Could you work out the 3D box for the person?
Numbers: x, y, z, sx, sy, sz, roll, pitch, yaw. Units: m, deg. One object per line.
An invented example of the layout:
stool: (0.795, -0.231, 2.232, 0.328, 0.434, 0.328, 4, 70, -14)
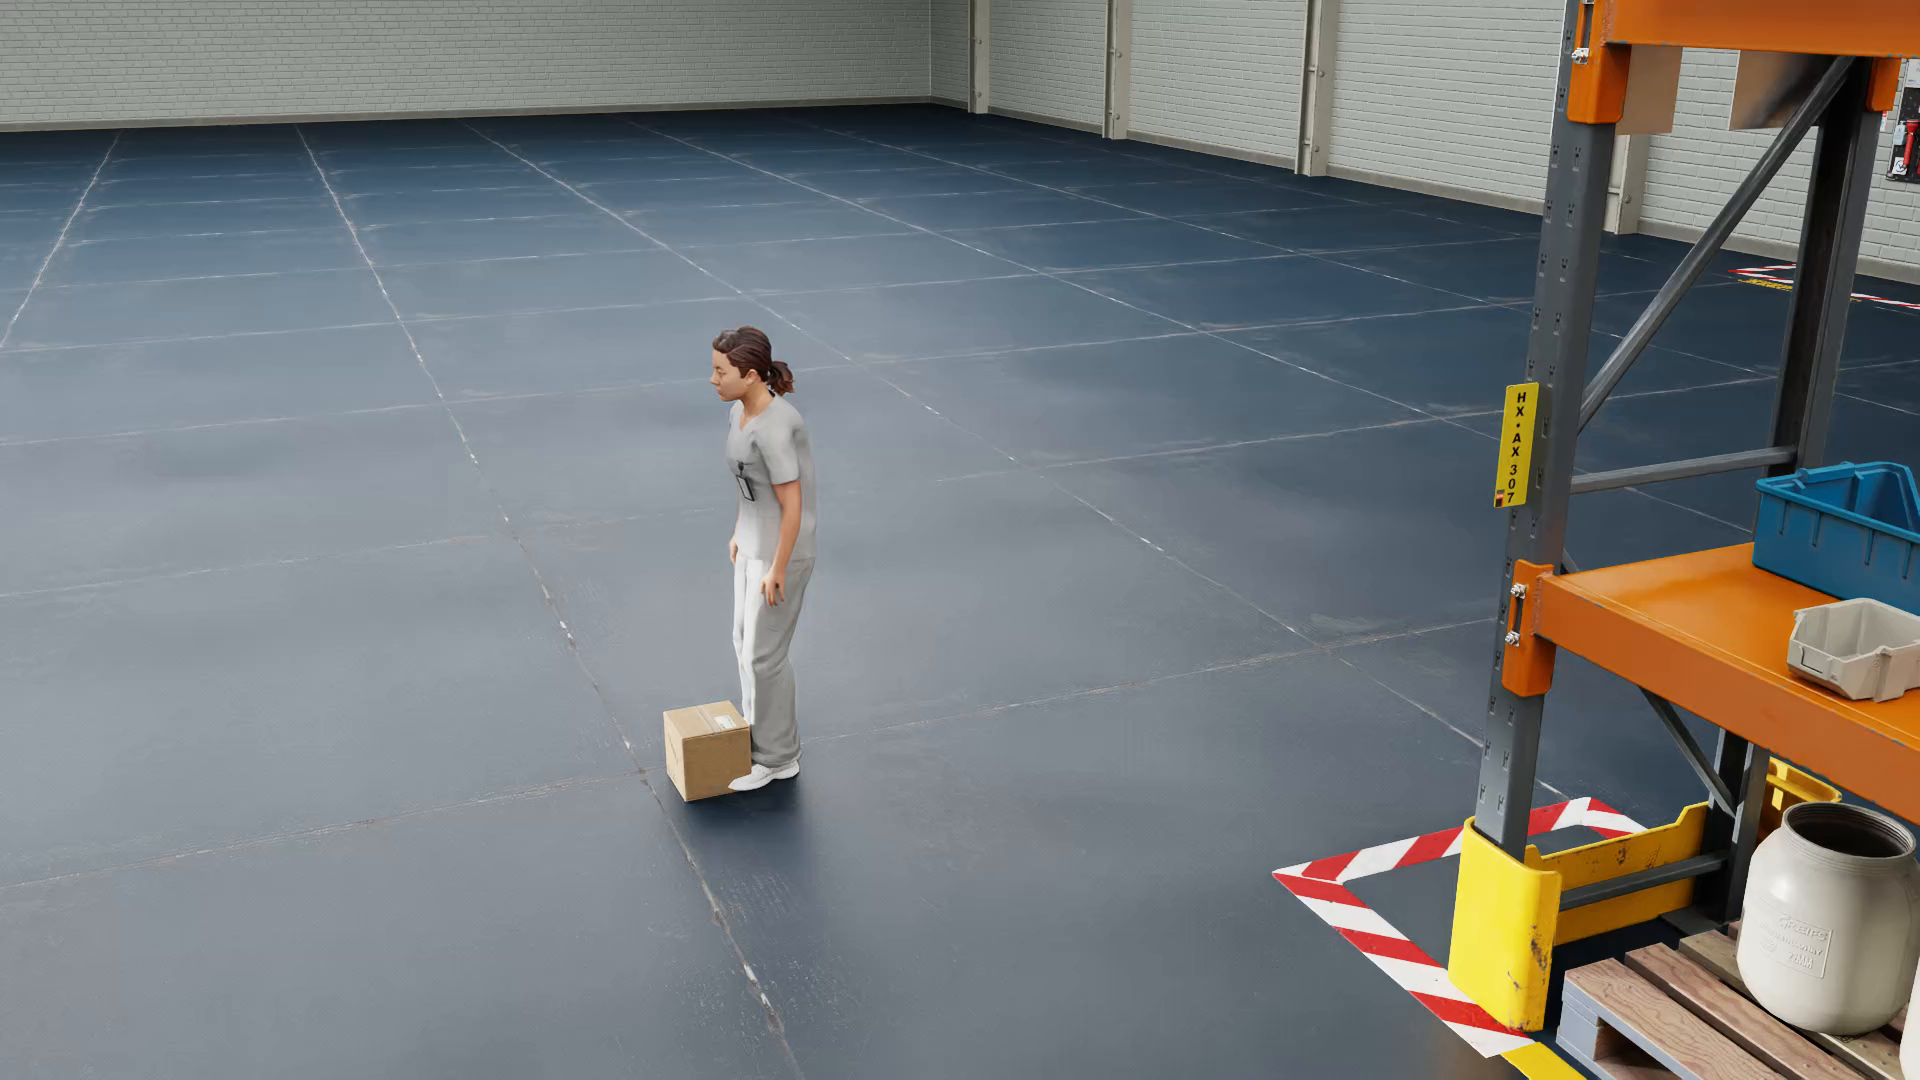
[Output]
person: (-0.715, 0.059, 5.894, 0.404, 1.673, 0.492, -8, 21, -22)
